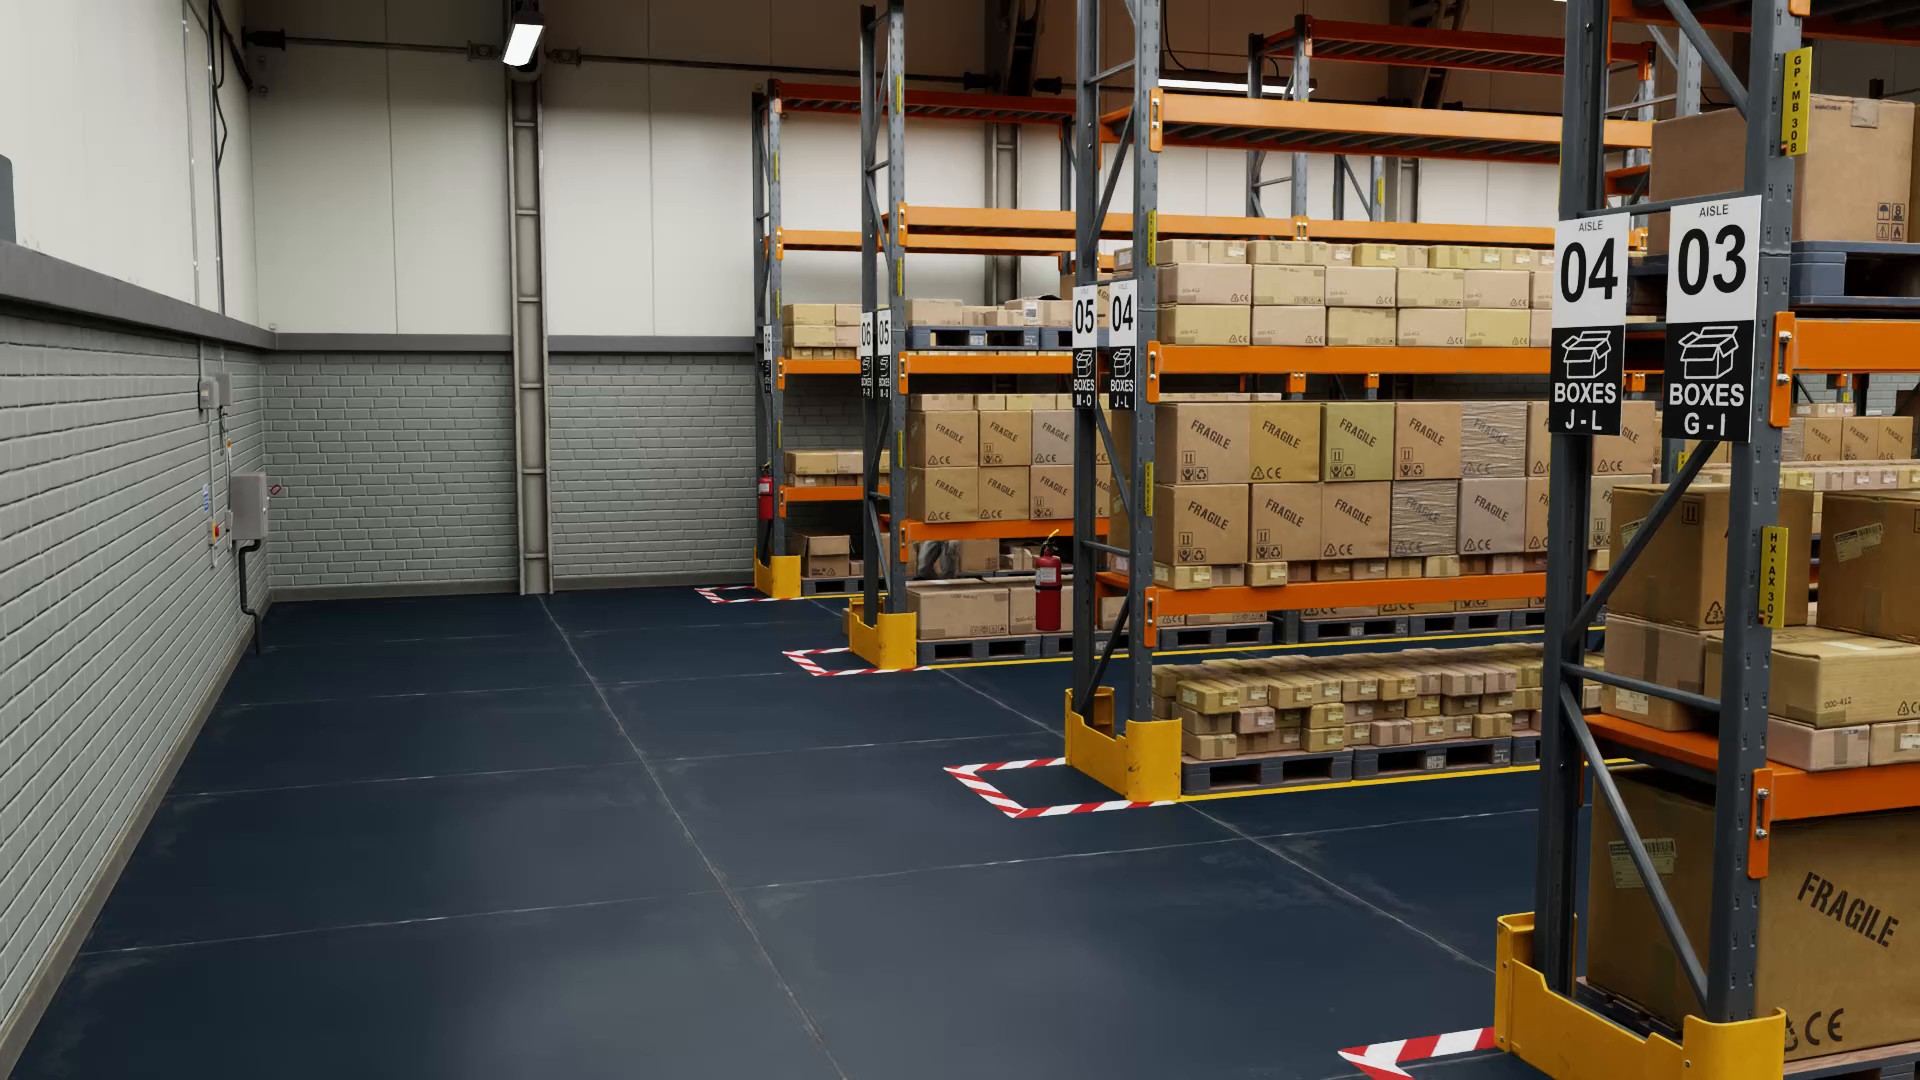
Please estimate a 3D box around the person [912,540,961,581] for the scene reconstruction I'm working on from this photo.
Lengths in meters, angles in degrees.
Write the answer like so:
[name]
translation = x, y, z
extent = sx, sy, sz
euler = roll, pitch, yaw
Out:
[person]
translation = -0.198, -0.028, 17.656
extent = 0.685, 1.776, 0.469
euler = 4, 7, 33
